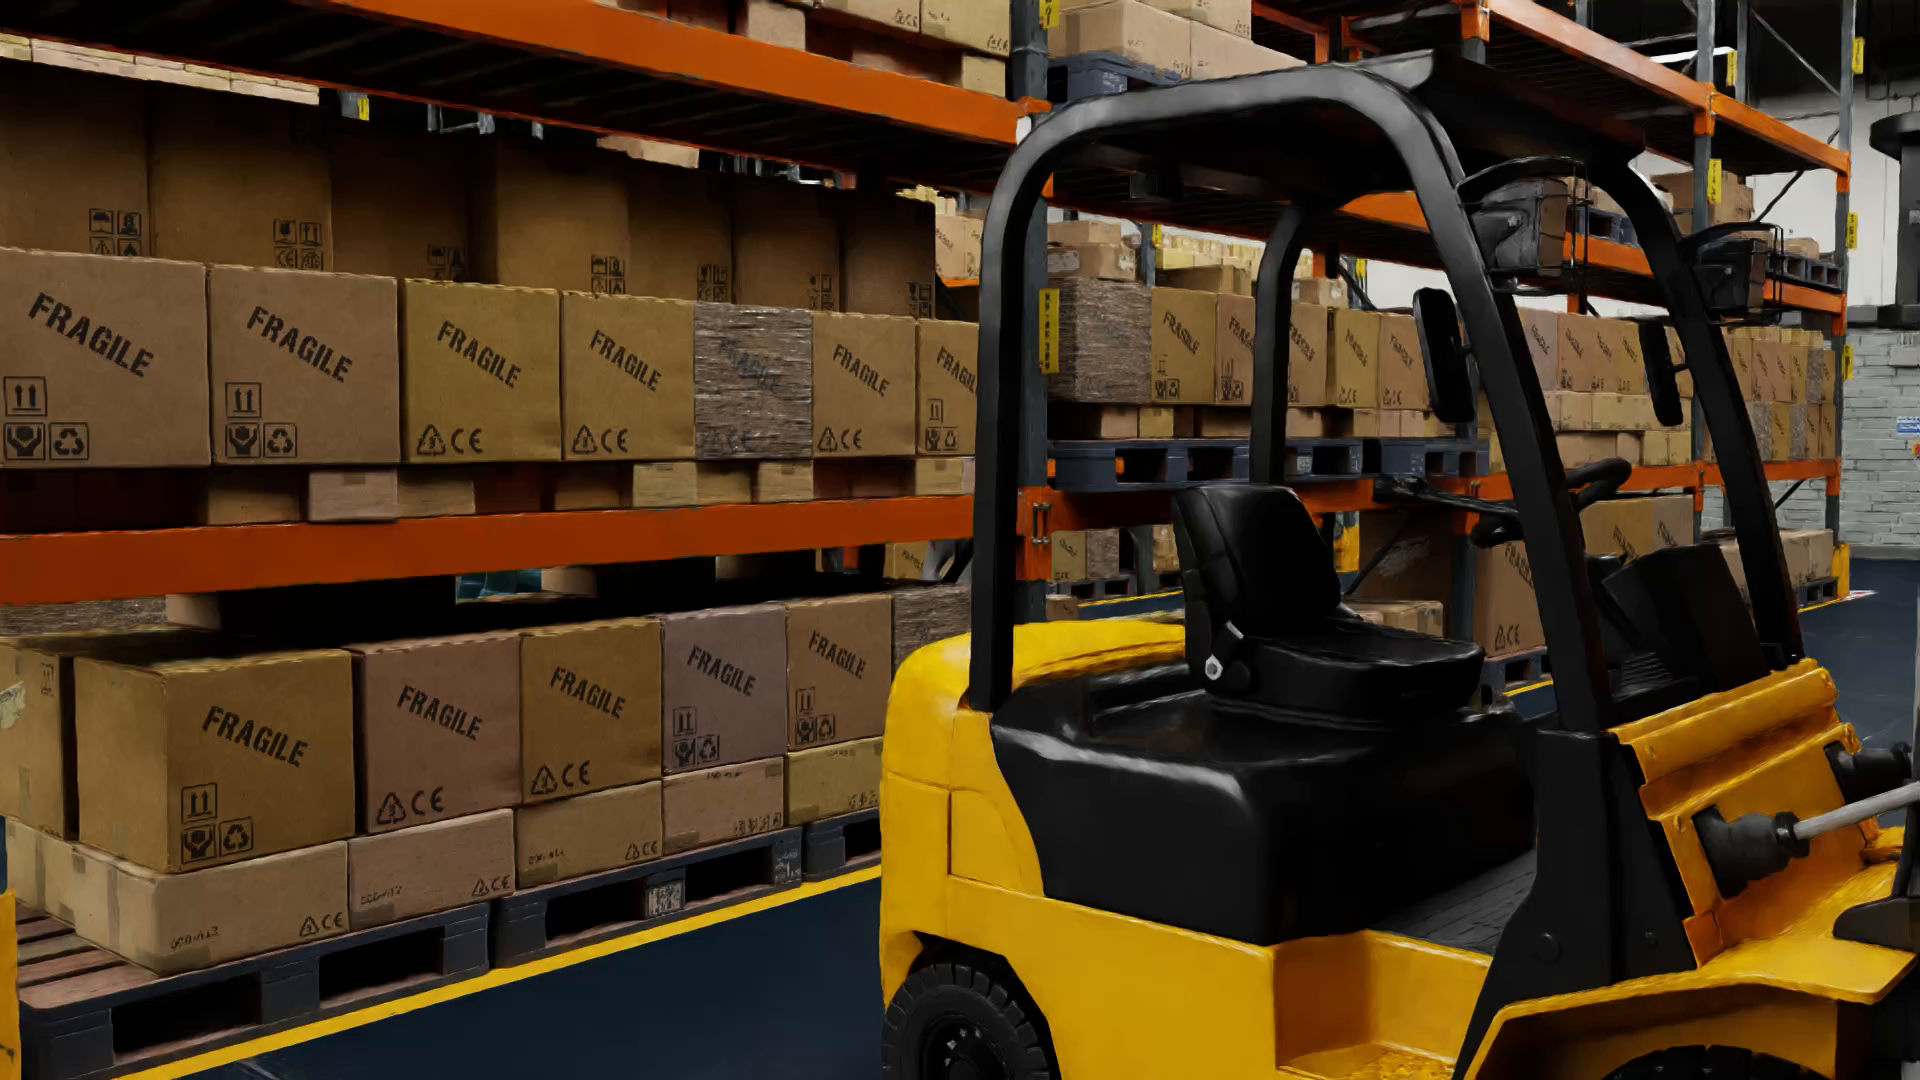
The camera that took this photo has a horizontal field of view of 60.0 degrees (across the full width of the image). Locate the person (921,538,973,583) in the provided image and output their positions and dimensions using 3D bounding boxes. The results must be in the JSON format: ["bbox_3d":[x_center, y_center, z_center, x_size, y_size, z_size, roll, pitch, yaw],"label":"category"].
[{"bbox_3d":[-0.026,-0.068,11.987,0.570,1.649,0.410,-1,4,-20],"label":"person"}]
